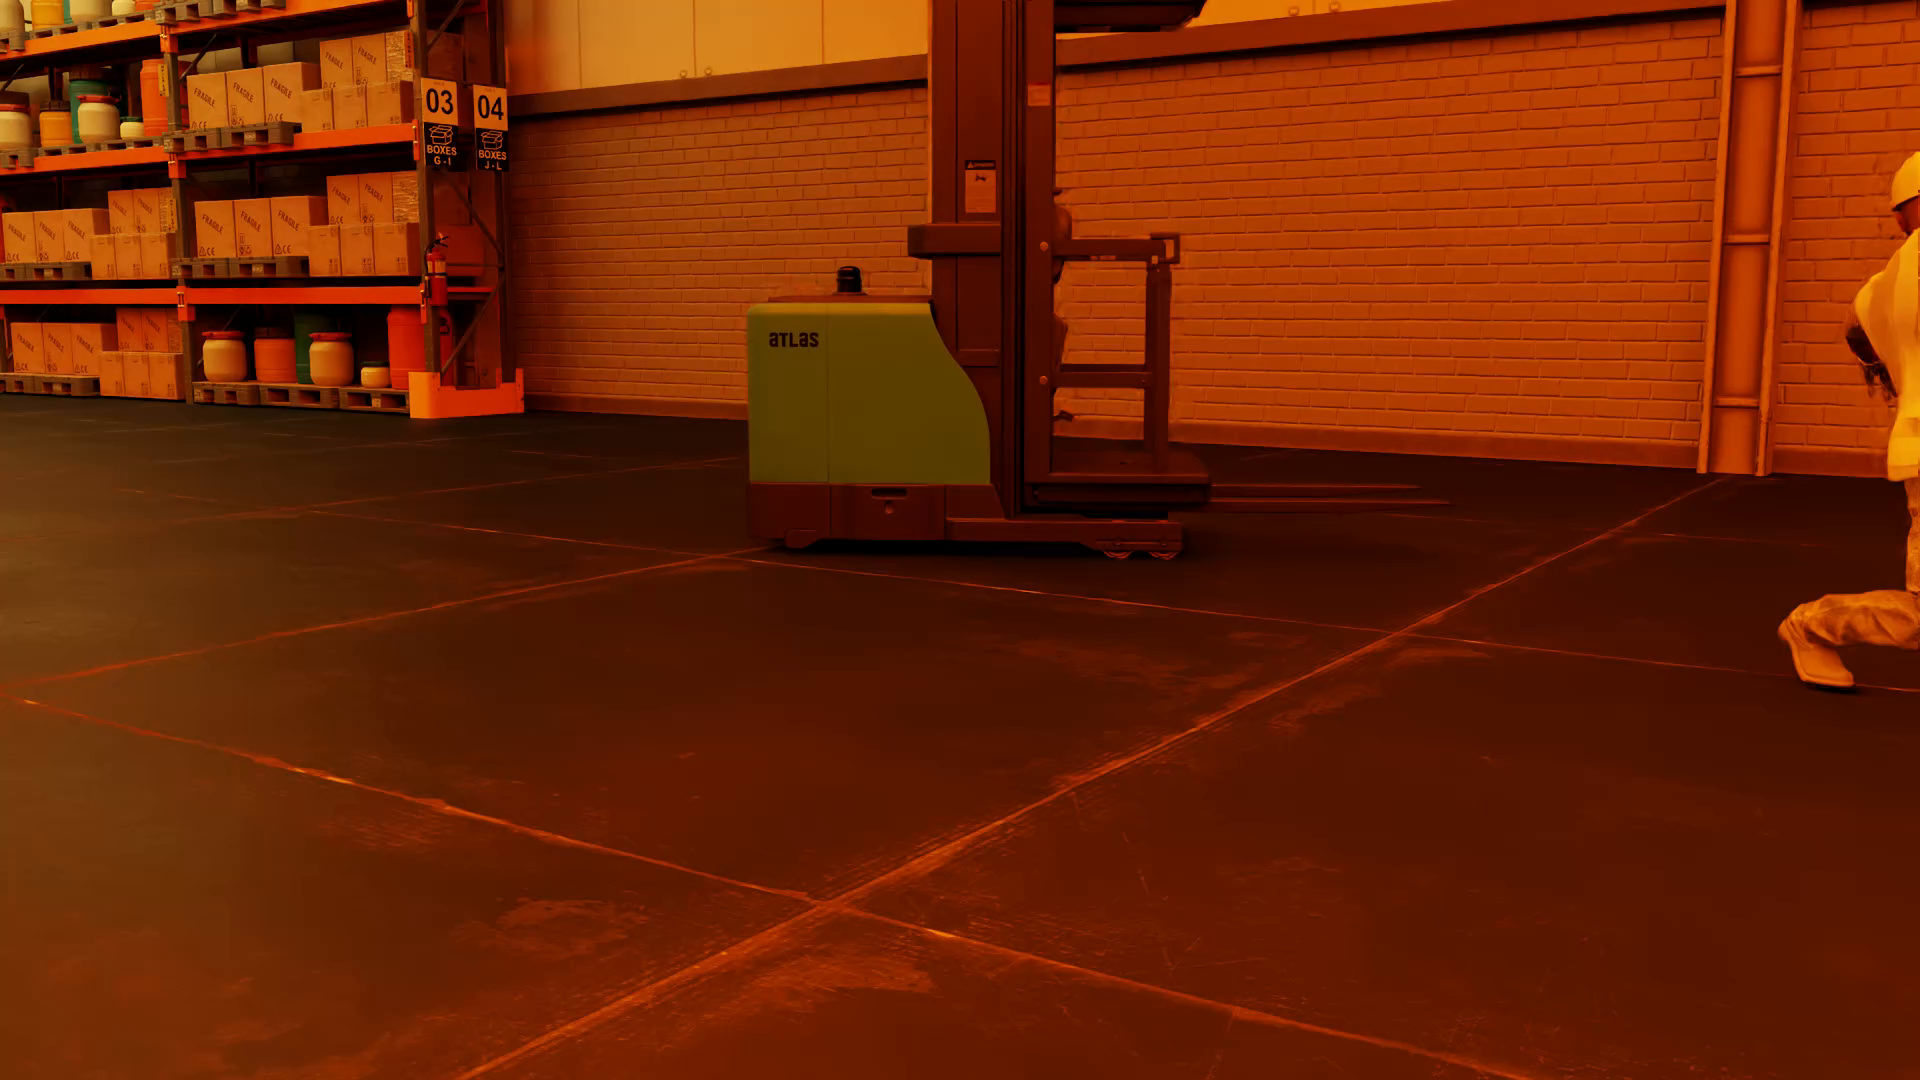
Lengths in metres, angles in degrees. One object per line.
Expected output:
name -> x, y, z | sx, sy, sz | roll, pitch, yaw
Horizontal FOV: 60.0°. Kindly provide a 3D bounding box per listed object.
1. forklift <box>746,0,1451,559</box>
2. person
forklift -> 0.614, -1.446, 7.365 | 3.031, 2.935, 1.130 | 1, 8, 4
person -> 2.848, -0.310, 4.540 | 0.982, 1.484, 1.000 | 7, 11, 41
